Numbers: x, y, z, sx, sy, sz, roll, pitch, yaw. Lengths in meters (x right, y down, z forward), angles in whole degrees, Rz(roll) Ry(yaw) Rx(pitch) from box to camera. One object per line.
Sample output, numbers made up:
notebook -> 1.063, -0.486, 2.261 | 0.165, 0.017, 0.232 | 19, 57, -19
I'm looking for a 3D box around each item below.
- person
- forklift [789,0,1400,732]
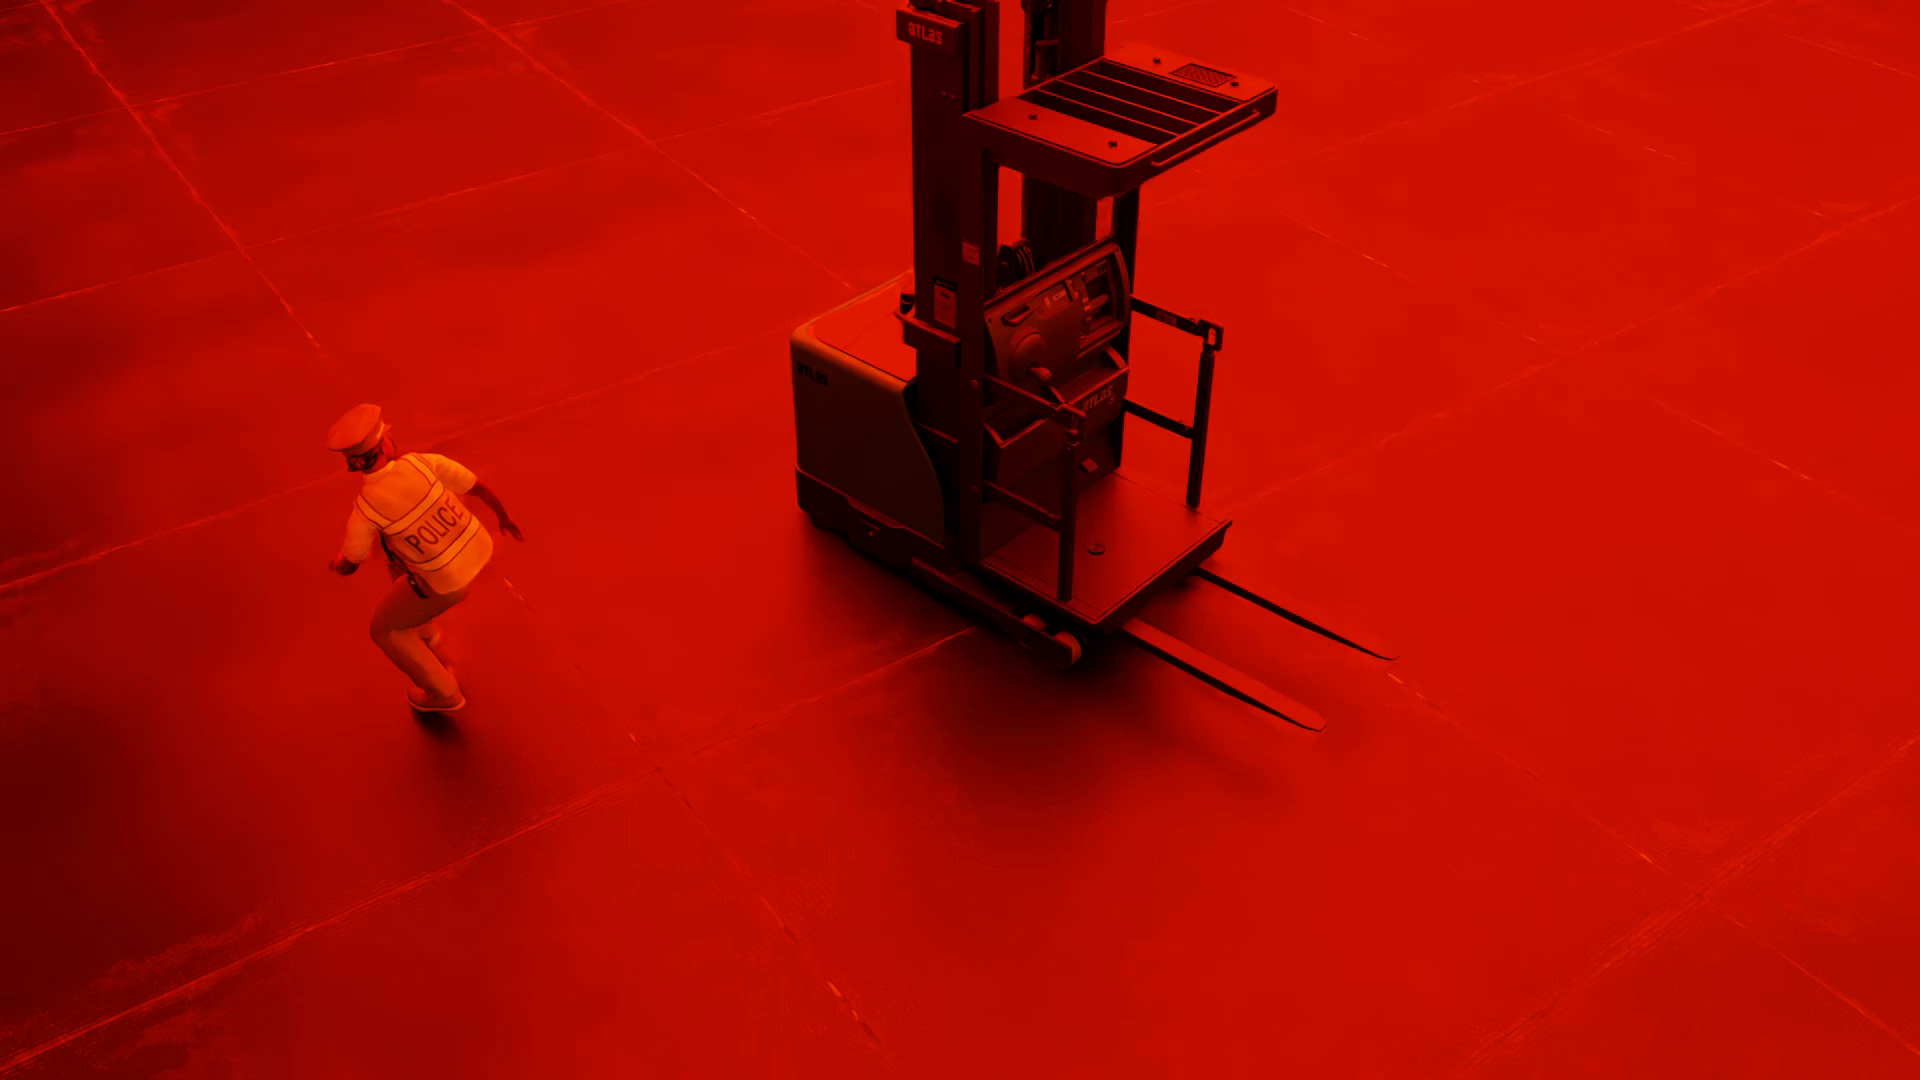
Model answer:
person -> -2.349, 0.026, 7.145 | 0.704, 1.459, 0.687 | 16, 40, 21
forklift -> 0.597, -0.946, 7.225 | 3.031, 2.935, 1.130 | 28, 45, 32
